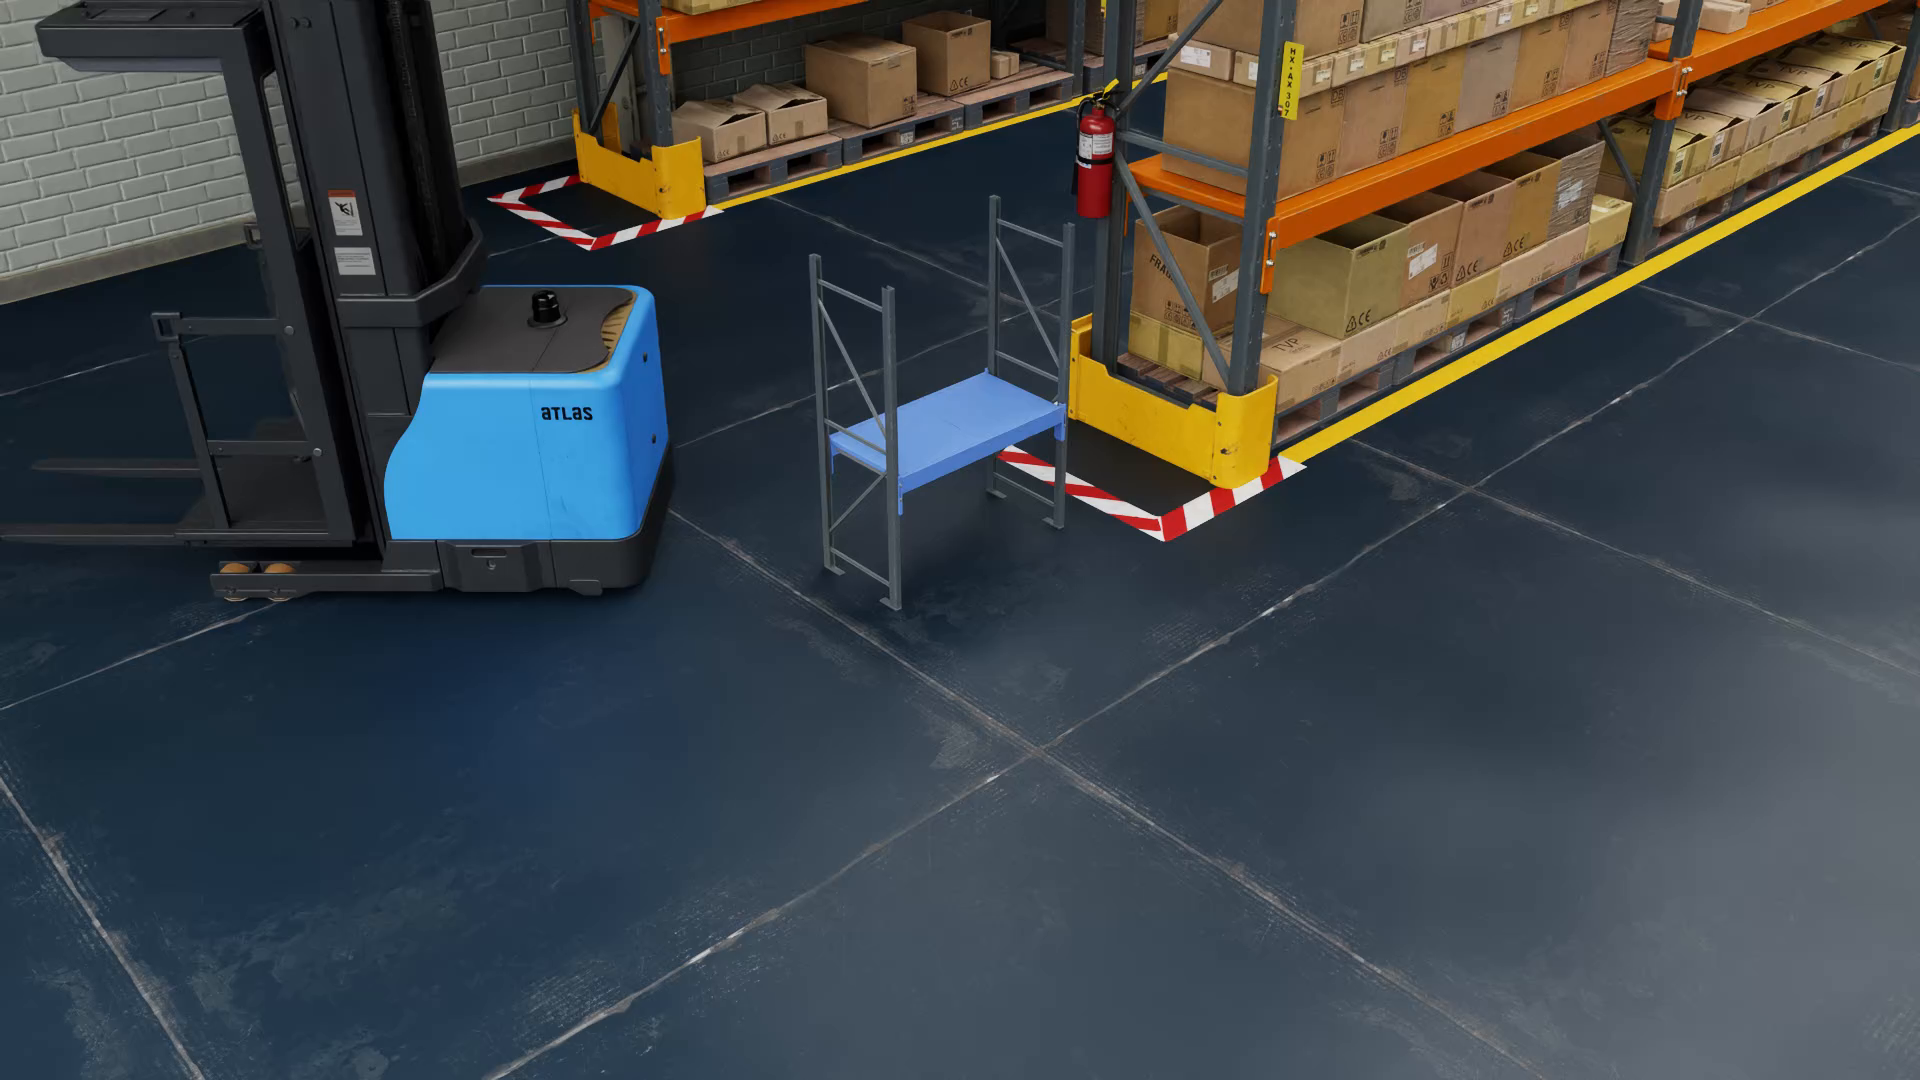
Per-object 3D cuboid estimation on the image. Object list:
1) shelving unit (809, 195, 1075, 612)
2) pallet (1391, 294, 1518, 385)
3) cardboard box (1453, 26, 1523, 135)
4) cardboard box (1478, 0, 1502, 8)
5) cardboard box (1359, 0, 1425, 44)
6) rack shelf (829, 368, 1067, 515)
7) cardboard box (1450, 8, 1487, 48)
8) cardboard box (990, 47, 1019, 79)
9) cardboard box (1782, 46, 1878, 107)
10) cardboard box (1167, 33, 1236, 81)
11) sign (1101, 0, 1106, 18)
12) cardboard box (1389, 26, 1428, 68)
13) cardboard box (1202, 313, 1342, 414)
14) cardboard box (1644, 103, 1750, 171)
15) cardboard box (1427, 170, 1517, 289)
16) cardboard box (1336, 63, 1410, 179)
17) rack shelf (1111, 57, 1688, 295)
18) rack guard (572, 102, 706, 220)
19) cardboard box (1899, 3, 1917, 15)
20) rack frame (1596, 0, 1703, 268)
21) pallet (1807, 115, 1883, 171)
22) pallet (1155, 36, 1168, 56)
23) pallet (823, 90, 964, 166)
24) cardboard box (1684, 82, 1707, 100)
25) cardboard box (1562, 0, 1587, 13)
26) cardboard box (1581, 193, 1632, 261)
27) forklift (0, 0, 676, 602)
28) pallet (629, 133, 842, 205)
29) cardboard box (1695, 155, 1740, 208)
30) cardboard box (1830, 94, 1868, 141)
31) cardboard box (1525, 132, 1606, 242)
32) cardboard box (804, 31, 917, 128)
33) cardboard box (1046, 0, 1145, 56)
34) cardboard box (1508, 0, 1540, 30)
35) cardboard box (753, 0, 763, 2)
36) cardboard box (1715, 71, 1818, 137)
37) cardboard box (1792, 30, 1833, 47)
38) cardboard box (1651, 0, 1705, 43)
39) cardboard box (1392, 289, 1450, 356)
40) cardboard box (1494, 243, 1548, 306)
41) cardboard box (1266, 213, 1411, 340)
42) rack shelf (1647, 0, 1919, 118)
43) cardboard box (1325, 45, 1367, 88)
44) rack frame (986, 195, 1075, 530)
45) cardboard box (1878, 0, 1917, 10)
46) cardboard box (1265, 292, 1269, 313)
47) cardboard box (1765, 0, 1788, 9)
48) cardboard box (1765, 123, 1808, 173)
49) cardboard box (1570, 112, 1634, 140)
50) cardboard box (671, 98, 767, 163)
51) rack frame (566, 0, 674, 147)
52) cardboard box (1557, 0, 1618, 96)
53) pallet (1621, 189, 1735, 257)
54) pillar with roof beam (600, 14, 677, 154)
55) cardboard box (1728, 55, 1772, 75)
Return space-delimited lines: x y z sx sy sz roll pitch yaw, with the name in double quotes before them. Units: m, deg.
"shelving unit" -0.063 -0.610 7.309 1.048 1.500 0.538 -26 40 -35
"pallet" 2.492 -1.336 9.733 1.213 0.211 1.003 -26 40 -35
"cardboard box" 2.550 -2.561 8.968 0.500 0.500 0.700 -24 39 -34
"cardboard box" 2.574 -3.129 8.652 0.500 0.500 0.700 -26 40 -35
"cardboard box" 1.837 -2.772 8.069 0.500 0.500 0.700 -27 41 -37
"rack shelf" -0.063 -0.456 7.403 1.000 0.185 0.538 -26 40 -35
"cardboard box" 2.443 -2.642 8.477 0.250 0.149 0.380 -26 40 -36
"cardboard box" 0.256 -3.898 13.544 0.380 0.166 0.250 23 38 33
"cardboard box" 6.339 -3.424 12.170 0.500 0.311 0.500 -27 40 -36
"cardboard box" 1.216 -2.336 7.977 0.250 0.149 0.380 -27 40 -36
"sign" 0.707 -2.615 7.815 0.005 0.325 0.100 -26 40 -35
"cardboard box" 2.062 -2.455 8.173 0.250 0.149 0.380 -27 40 -36
"cardboard box" 1.610 -0.919 8.611 0.500 0.250 0.500 -26 40 -35
"cardboard box" 4.842 -2.699 10.984 0.500 0.311 0.500 -26 40 -36
"cardboard box" 2.712 -1.770 9.284 0.500 0.500 0.500 -26 40 -35
"cardboard box" 1.798 -2.199 8.376 0.500 0.500 0.700 -25 39 -34
"rack shelf" 2.532 -2.210 9.179 4.000 0.370 1.077 -26 40 -35
"rack guard" -2.250 -2.662 11.624 0.348 0.500 1.175 -26 40 -35
"cardboard box" 7.840 -4.007 13.402 0.500 0.500 0.500 -27 41 -37
"rack frame" 3.999 -3.227 10.152 0.127 3.000 1.000 -26 40 -35
"pallet" 6.302 -3.179 12.746 1.213 0.211 1.003 -26 40 -35
"pallet" 2.093 -4.642 15.140 1.213 0.211 1.003 -26 40 -35
"pallet" -0.735 -3.244 12.853 1.213 0.211 1.003 -26 40 -35
"cardboard box" 4.846 -3.088 11.621 0.500 0.311 0.500 -26 40 -36
"cardboard box" 3.198 -3.008 9.075 0.250 0.149 0.380 -26 40 -36
"cardboard box" 3.807 -1.985 10.354 0.500 0.250 0.500 -26 40 -35
"forklift" -2.897 -1.256 6.994 3.031 2.935 1.130 0 31 0
"pallet" -1.630 -2.814 12.149 1.213 0.211 1.003 -26 40 -35
"cardboard box" 4.839 -2.462 11.134 0.500 0.250 0.500 -25 39 -34
"cardboard box" 6.336 -3.188 12.321 0.500 0.250 0.500 -26 40 -36
"cardboard box" 3.433 -2.132 9.875 0.500 0.500 0.500 -26 40 -35
"cardboard box" -0.747 -3.477 12.535 0.700 0.500 0.500 26 40 36
"cardboard box" 1.156 -4.509 14.223 0.500 0.500 0.700 -24 39 -34
"cardboard box" 2.820 -2.823 8.773 0.250 0.149 0.380 -24 39 -34
"cardboard box" -1.360 -3.887 11.357 0.500 0.250 0.500 -27 41 -37
"cardboard box" 5.598 -3.069 11.590 0.500 0.311 0.500 -25 39 -34
"cardboard box" 6.348 -3.817 12.813 0.500 0.311 0.500 -24 39 -34
"cardboard box" 4.330 -3.354 10.504 0.500 0.250 0.500 -23 38 -33
"cardboard box" 2.341 -1.275 9.193 0.500 0.250 0.500 -26 40 -35
"cardboard box" 3.077 -1.628 9.771 0.500 0.250 0.500 -26 40 -35
"cardboard box" 1.975 -1.417 8.707 0.500 0.500 0.500 -26 40 -35
"rack shelf" 5.465 -3.629 11.499 4.000 0.370 1.077 -26 40 -35
"cardboard box" 1.692 -2.279 7.884 0.250 0.149 0.380 -27 41 -37
"rack frame" 0.310 -0.790 7.604 0.032 1.500 0.500 -26 40 -35
"cardboard box" 7.496 -4.530 13.538 0.500 0.250 0.500 -24 39 -34
"cardboard box" 1.616 -1.299 9.233 0.500 0.250 0.500 -26 40 -35
"cardboard box" 5.327 -3.900 11.157 0.500 0.500 0.500 -26 40 -35
"cardboard box" 5.590 -2.827 11.731 0.500 0.250 0.500 -25 39 -35
"cardboard box" 4.101 -2.725 11.027 0.500 0.311 0.500 -26 40 -35
"cardboard box" -1.737 -2.953 11.860 0.500 0.311 0.500 24 39 34
"rack frame" -2.305 -3.702 10.928 0.127 3.000 1.000 -26 40 -35
"cardboard box" 3.295 -2.920 9.554 0.500 0.500 0.700 -26 40 -36
"pallet" 4.512 -2.313 11.331 1.213 0.211 1.003 -26 40 -35
"pillar with roof beam" 0.547 -5.193 7.617 0.400 9.000 9.100 -26 40 -35
"cardboard box" 5.593 -3.448 12.209 0.500 0.311 0.500 -27 41 -37
